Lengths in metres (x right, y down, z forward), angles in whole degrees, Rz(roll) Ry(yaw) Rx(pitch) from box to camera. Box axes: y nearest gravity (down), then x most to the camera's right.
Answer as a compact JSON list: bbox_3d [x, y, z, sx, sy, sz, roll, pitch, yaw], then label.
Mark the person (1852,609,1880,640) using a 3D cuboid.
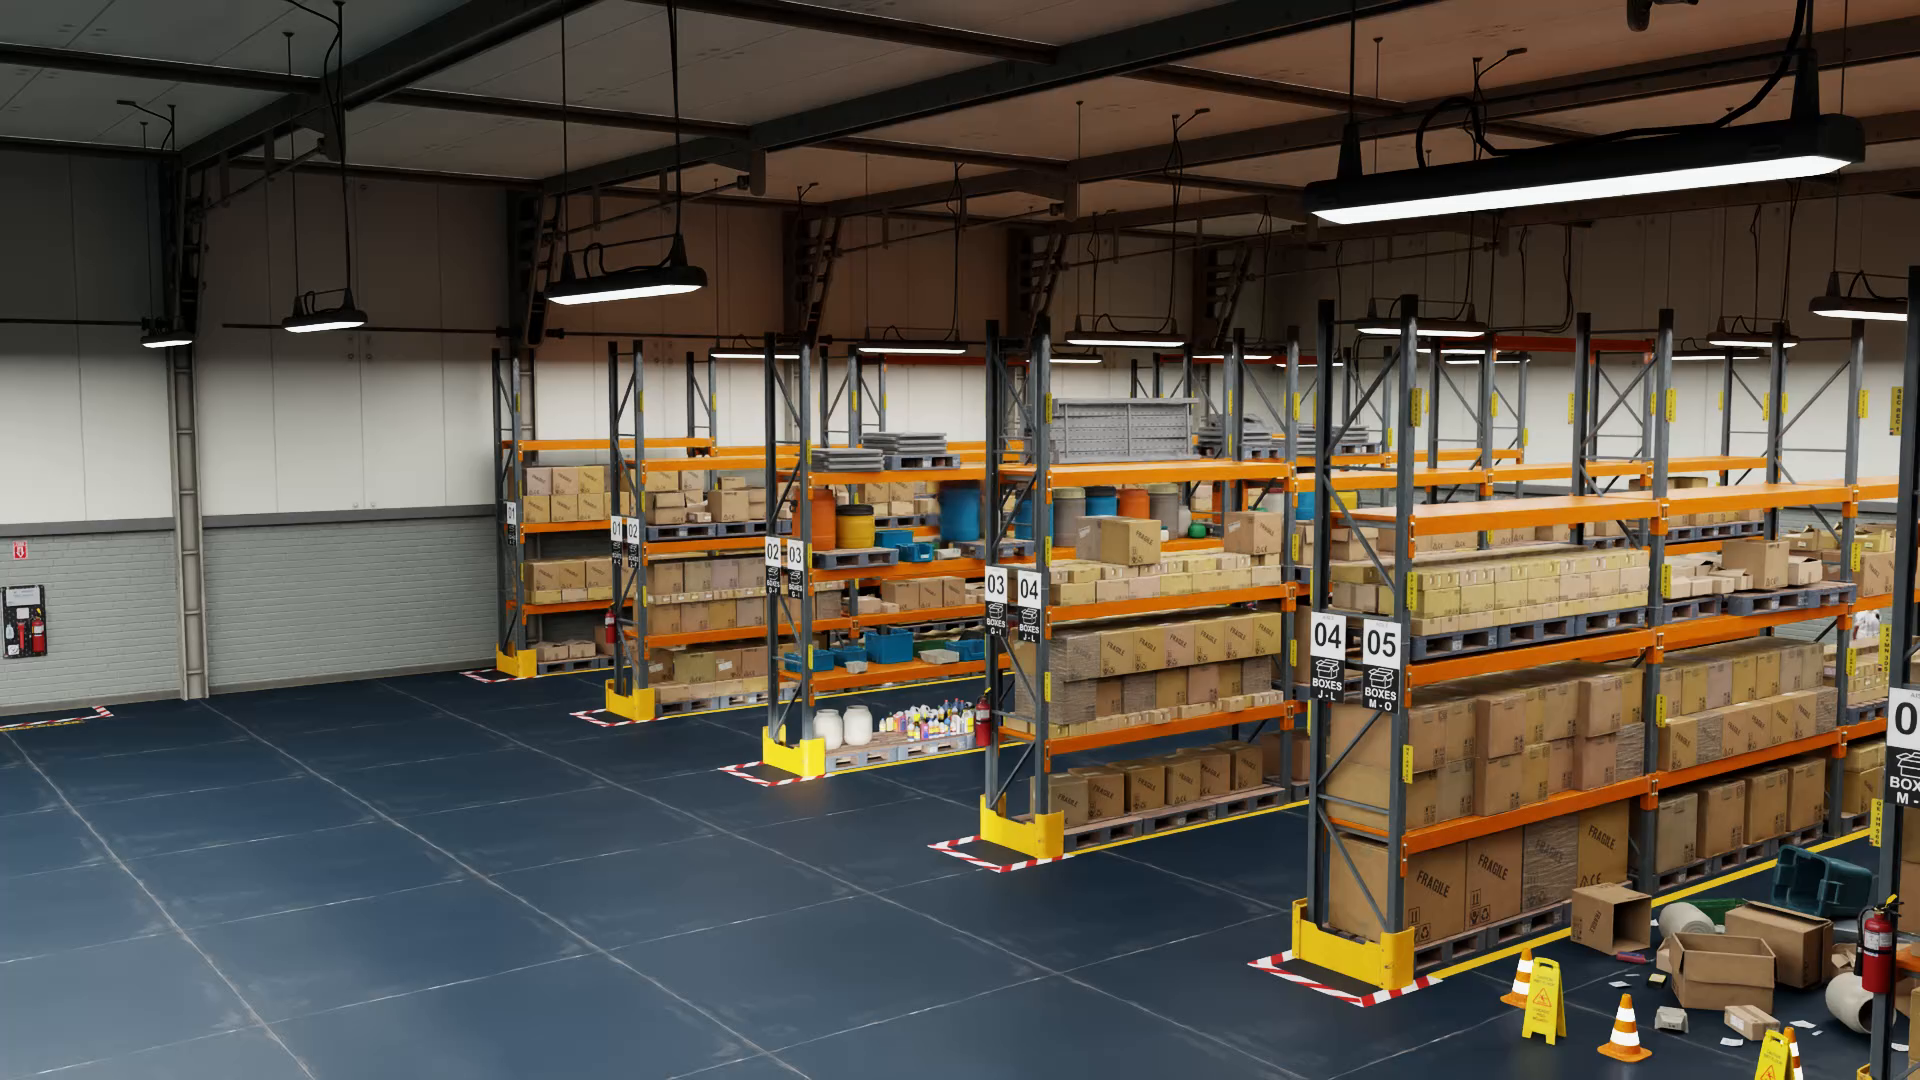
[{"bbox_3d":[16.270,1.783,29.758,0.440,1.531,0.919,0,5,-2],"label":"person"}]
